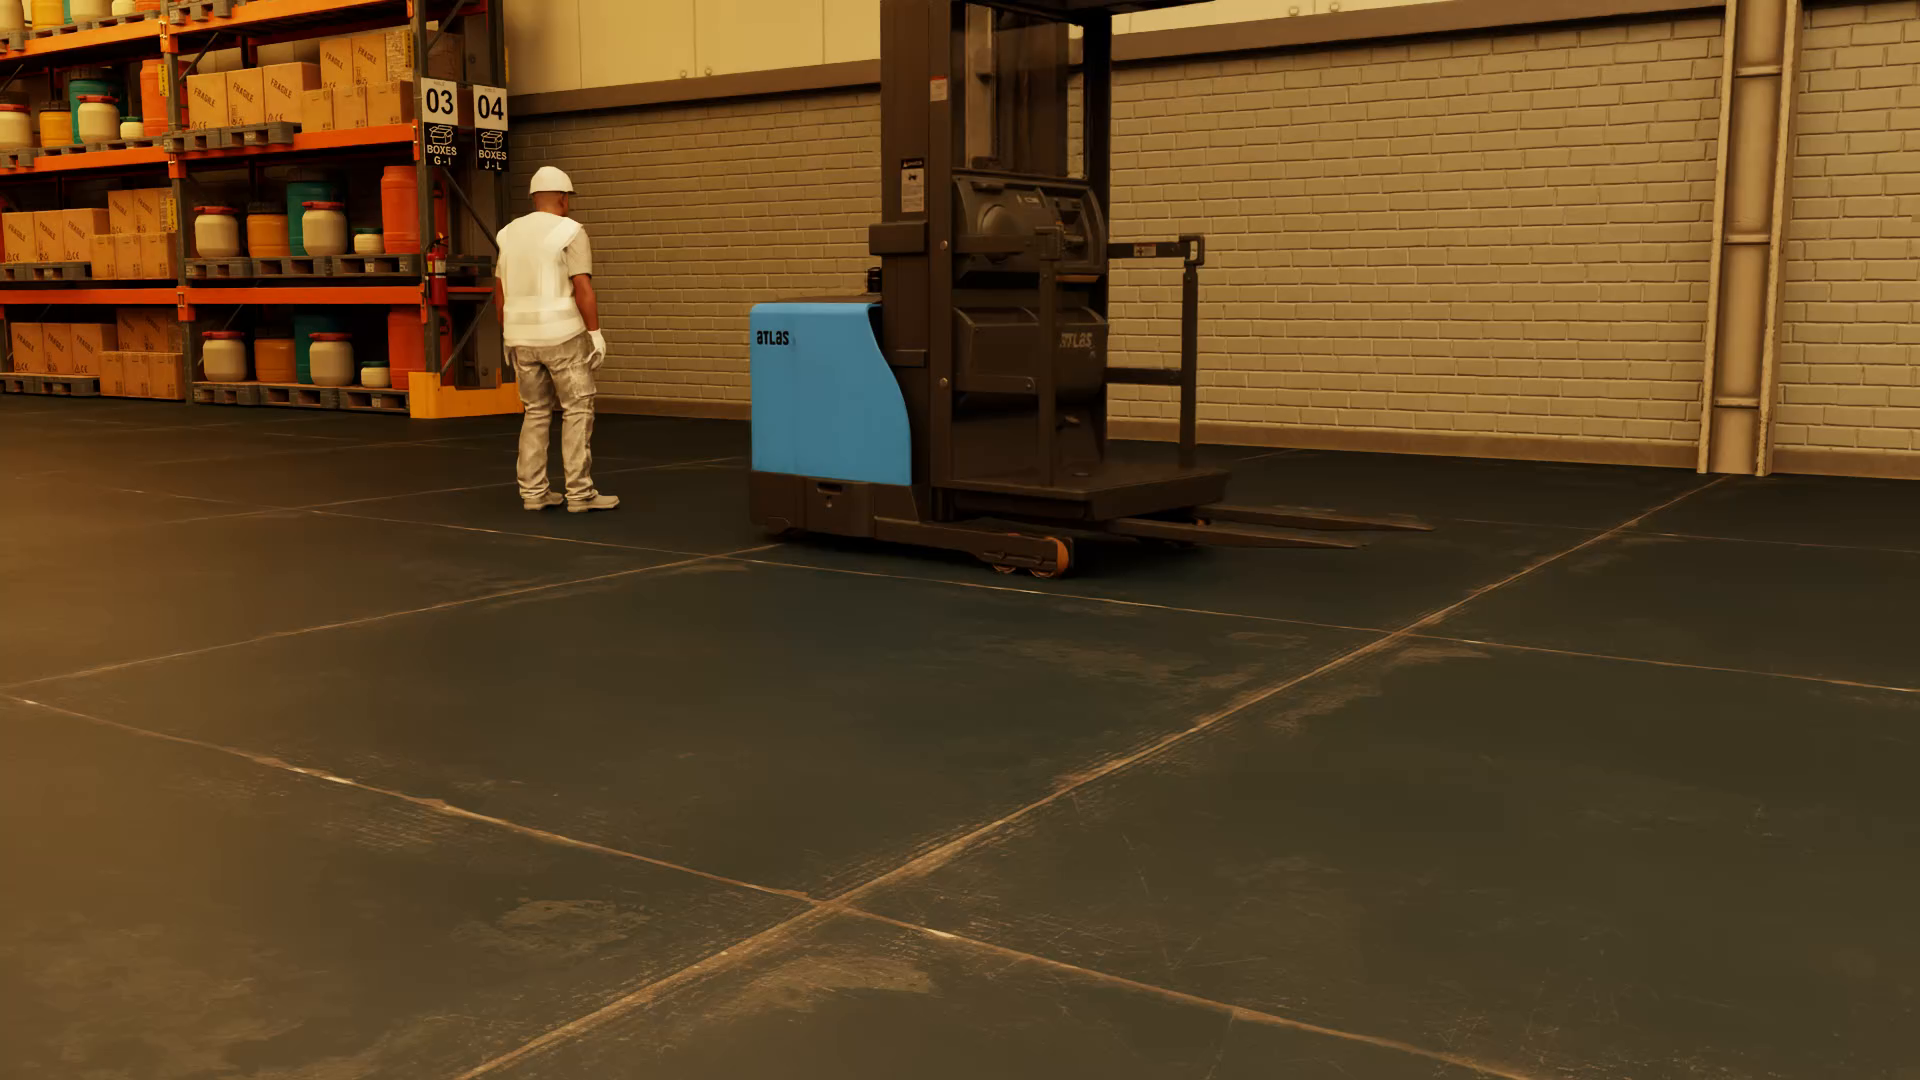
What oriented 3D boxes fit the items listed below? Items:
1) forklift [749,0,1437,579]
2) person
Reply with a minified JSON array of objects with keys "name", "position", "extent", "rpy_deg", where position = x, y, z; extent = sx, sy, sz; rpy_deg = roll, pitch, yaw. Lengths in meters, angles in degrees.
[{"name":"forklift","position":[0.465,-1.381,6.907],"extent":[3.031,2.935,1.130],"rpy_deg":[7,11,41]},{"name":"person","position":[-2.116,-1.040,8.637],"extent":[0.618,1.772,0.451],"rpy_deg":[4,9,25]}]
